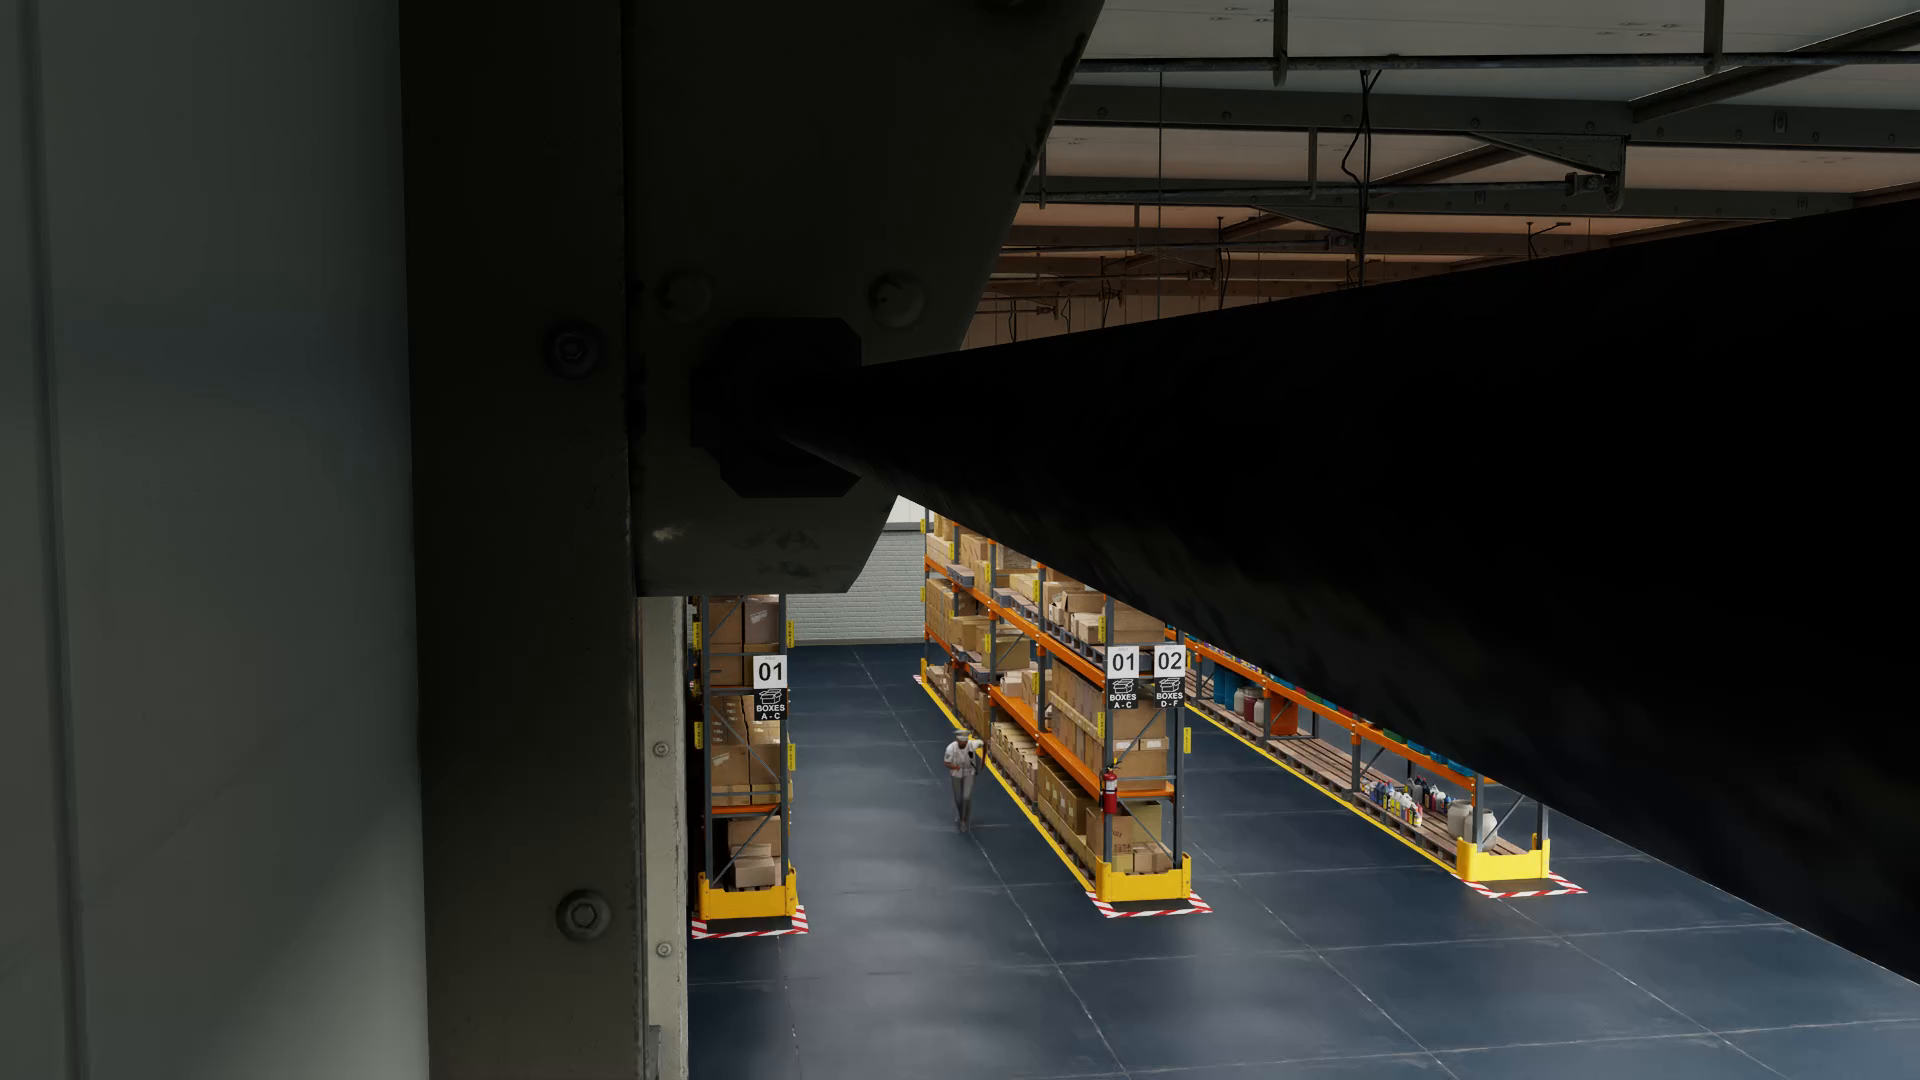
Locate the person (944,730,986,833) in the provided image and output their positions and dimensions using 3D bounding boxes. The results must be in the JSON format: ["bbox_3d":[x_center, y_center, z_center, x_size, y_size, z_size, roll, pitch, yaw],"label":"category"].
[{"bbox_3d":[0.077,3.463,24.089,0.612,1.567,0.947,0,5,1],"label":"person"}]

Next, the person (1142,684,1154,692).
[{"bbox_3d":[3.564,2.848,30.270,0.570,1.625,0.877,-1,5,-10],"label":"person"}]
